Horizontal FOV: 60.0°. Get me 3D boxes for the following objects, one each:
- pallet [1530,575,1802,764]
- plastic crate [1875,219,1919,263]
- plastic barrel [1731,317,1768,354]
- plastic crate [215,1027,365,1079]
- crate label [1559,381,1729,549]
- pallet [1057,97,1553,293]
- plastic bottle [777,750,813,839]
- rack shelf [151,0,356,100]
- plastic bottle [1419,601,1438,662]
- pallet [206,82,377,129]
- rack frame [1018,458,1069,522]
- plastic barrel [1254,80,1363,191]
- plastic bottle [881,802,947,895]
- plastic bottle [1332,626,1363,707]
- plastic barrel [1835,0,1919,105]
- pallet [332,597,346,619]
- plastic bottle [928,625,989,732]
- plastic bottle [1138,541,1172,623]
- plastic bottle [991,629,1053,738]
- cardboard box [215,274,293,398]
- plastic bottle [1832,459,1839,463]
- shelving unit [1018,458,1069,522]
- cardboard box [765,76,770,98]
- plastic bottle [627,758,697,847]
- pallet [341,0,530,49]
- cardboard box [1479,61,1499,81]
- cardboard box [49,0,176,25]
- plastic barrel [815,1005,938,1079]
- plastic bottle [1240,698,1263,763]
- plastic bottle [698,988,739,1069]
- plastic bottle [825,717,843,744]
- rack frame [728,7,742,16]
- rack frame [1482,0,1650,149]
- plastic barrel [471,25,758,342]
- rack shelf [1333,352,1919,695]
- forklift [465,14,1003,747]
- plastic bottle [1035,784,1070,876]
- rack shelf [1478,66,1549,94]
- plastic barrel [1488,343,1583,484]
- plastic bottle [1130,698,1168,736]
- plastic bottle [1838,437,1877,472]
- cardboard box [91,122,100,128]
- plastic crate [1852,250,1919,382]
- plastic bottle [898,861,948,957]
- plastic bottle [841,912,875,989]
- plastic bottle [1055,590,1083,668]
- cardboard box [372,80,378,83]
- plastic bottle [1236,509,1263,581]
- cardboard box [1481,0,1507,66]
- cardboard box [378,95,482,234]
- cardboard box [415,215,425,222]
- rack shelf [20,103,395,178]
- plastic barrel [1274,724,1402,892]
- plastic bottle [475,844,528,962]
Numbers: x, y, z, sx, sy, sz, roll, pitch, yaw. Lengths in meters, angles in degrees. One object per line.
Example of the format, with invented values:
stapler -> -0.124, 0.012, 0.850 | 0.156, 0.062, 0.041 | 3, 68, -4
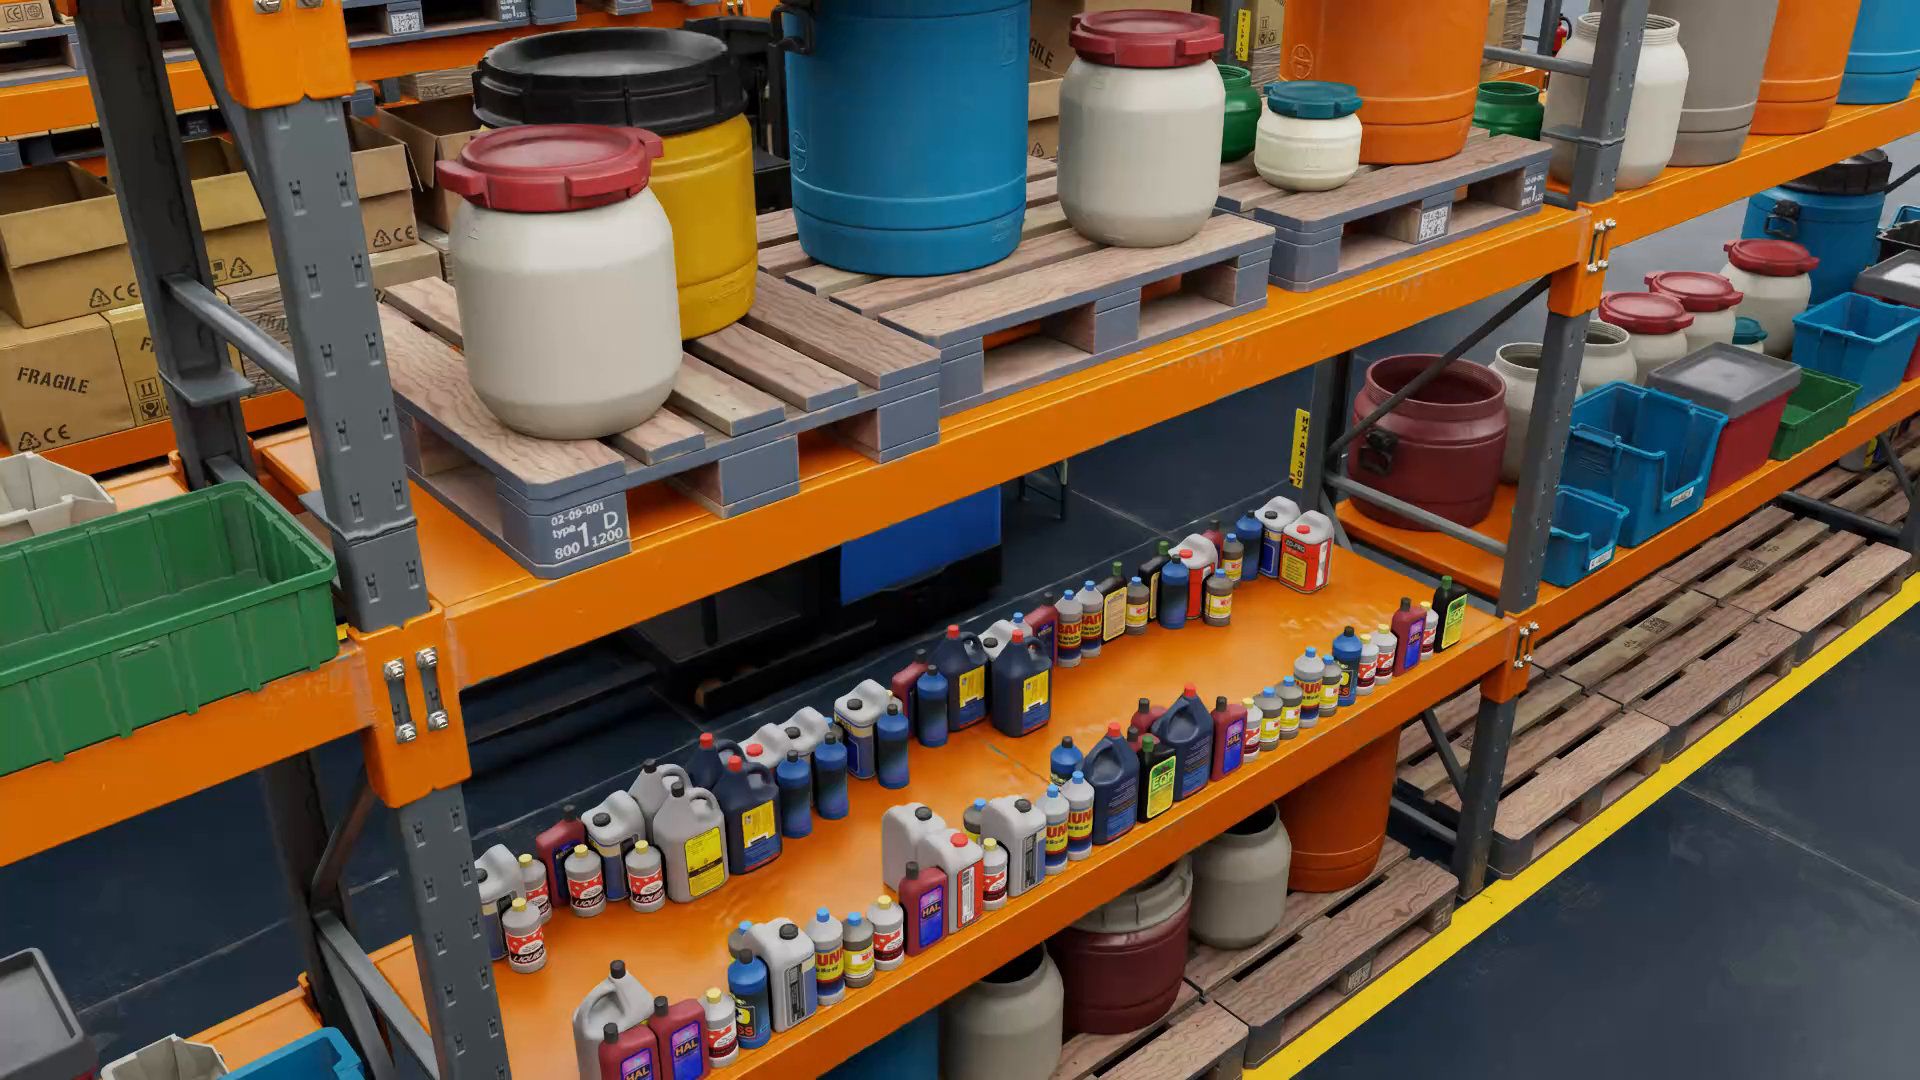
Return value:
pallet -> 3.257, 0.549, 7.999 | 1.213, 0.211, 1.003 | -22, 35, -35
plastic crate -> 5.239, -1.397, 8.748 | 0.504, 0.338, 0.767 | -22, 35, -35
plastic barrel -> 3.651, -0.899, 7.897 | 0.301, 0.262, 0.301 | 0, 28, 0
plastic crate -> -1.462, 1.383, 3.433 | 0.575, 0.384, 0.392 | -22, 35, -35
crate label -> 2.646, -0.309, 6.608 | 0.616, 0.435, 0.502 | -22, 35, -35
pallet -> 1.069, -1.127, 5.195 | 1.213, 0.211, 1.003 | -22, 35, -35
plastic bottle -> -0.482, 0.730, 4.837 | 0.097, 0.271, 0.097 | 0, 28, 0
rack shelf -> 0.193, -1.627, 3.935 | 4.000, 0.370, 1.077 | -22, 35, -35
plastic bottle -> 1.584, 0.306, 5.705 | 0.097, 0.201, 0.097 | 0, 28, 0
pallet -> -5.115, -3.331, 12.504 | 1.003, 0.211, 1.213 | -22, 35, -35
rack frame -> 0.474, -0.840, 9.231 | 0.023, 1.500, 0.400 | -21, 34, -34
plastic barrel -> 0.994, -1.153, 4.744 | 0.301, 0.262, 0.301 | 0, 28, 0
plastic bottle -> -0.123, 0.849, 4.610 | 0.135, 0.276, 0.152 | -22, 35, -35
plastic bottle -> 1.261, 0.406, 5.445 | 0.097, 0.271, 0.097 | 0, 28, 0
plastic barrel -> 3.517, -2.221, 6.509 | 0.708, 0.901, 0.600 | -22, 35, -35
pallet -> -3.076, -0.047, 9.115 | 1.213, 0.211, 1.003 | -22, 35, -35
plastic bottle -> -0.003, 0.423, 5.328 | 0.185, 0.351, 0.144 | -22, 35, -35
plastic bottle -> 0.692, 0.147, 5.915 | 0.133, 0.283, 0.061 | -22, 35, -35
plastic bottle -> 0.198, 0.437, 5.303 | 0.185, 0.351, 0.144 | -22, 35, -35
cardboard box -> -3.268, -1.041, 7.910 | 0.500, 0.500, 0.500 | -23, 36, -36
plastic bottle -> 5.061, -0.636, 9.602 | 0.185, 0.351, 0.144 | -23, 36, -36
shelving unit -> 0.190, -0.732, 9.028 | 0.755, 1.500, 0.431 | -21, 34, -34
cardboard box -> -2.013, -3.866, 15.244 | 0.750, 0.750, 1.050 | -22, 35, -35
plastic bottle -> -0.841, 0.760, 4.697 | 0.185, 0.351, 0.144 | -22, 35, -35
pallet -> -2.804, -2.543, 7.844 | 1.213, 0.211, 1.003 | -20, 34, -33
cardboard box -> 4.156, -3.867, 13.569 | 0.250, 0.149, 0.380 | -22, 35, -35
cardboard box -> -3.650, -2.411, 7.046 | 0.500, 0.311, 0.500 | -23, 36, -37
plastic barrel -> -0.365, 1.500, 5.041 | 0.708, 0.901, 0.600 | -22, 35, -35
plastic bottle -> 0.890, 0.586, 5.183 | 0.097, 0.201, 0.097 | 0, 28, 0
plastic bottle -> -0.595, 1.183, 4.065 | 0.097, 0.201, 0.097 | 0, 28, 0
plastic bottle -> -0.404, 0.636, 5.089 | 0.097, 0.201, 0.097 | 0, 28, 0
rack frame -> -1.500, -1.863, 9.553 | 0.127, 3.000, 1.000 | -22, 35, -35
rack frame -> 1.715, -2.732, 4.816 | 0.127, 3.000, 1.000 | -22, 35, -35
plastic barrel -> -0.766, -0.806, 3.748 | 0.600, 0.588, 0.600 | 0, 28, 0
rack shelf -> 3.236, -0.381, 7.544 | 4.000, 0.370, 1.077 | -22, 35, -35
forklift -> -1.240, -0.763, 7.569 | 3.031, 2.935, 1.130 | -21, 34, -34
plastic bottle -> 0.258, 0.809, 4.690 | 0.097, 0.271, 0.097 | 0, 28, 0
rack shelf -> 3.065, -3.381, 13.157 | 4.000, 0.370, 1.077 | -22, 35, -35
plastic barrel -> 2.359, -0.527, 6.935 | 0.421, 0.512, 0.421 | 0, 28, 0
plastic bottle -> 0.580, 0.596, 5.076 | 0.133, 0.283, 0.061 | -22, 35, -35
plastic bottle -> 5.154, -0.585, 9.505 | 0.185, 0.351, 0.144 | -22, 35, -35
cardboard box -> -5.904, -2.956, 11.419 | 0.250, 0.149, 0.380 | -24, 36, -37
plastic crate -> 4.588, -1.081, 8.022 | 0.583, 0.464, 0.402 | -22, 35, -35
plastic bottle -> -0.097, 0.958, 4.399 | 0.133, 0.283, 0.061 | -22, 35, -35
plastic bottle -> -0.270, 1.052, 4.309 | 0.097, 0.201, 0.097 | 0, 28, 0
plastic bottle -> 0.367, 0.295, 5.652 | 0.097, 0.271, 0.097 | 0, 28, 0
cardboard box -> -4.474, -3.950, 13.353 | 0.500, 0.500, 0.500 | -22, 35, -35
plastic bottle -> 1.070, 0.012, 6.181 | 0.097, 0.271, 0.097 | 0, 28, 0
cardboard box -> 3.847, -4.131, 13.375 | 0.500, 0.500, 0.875 | -22, 35, -35
cardboard box -> -2.564, -1.933, 8.514 | 0.637, 0.503, 0.797 | -21, 35, -34
cardboard box -> -2.825, -1.539, 8.841 | 0.500, 0.500, 0.500 | -23, 36, -36
rack shelf -> -6.164, -2.743, 11.963 | 4.000, 0.370, 1.077 | -22, 35, -35
plastic barrel -> 1.354, 0.841, 6.351 | 0.708, 0.830, 0.600 | -22, 35, -35
plastic bottle -> -1.238, 0.955, 4.412 | 0.135, 0.276, 0.152 | -22, 35, -35
